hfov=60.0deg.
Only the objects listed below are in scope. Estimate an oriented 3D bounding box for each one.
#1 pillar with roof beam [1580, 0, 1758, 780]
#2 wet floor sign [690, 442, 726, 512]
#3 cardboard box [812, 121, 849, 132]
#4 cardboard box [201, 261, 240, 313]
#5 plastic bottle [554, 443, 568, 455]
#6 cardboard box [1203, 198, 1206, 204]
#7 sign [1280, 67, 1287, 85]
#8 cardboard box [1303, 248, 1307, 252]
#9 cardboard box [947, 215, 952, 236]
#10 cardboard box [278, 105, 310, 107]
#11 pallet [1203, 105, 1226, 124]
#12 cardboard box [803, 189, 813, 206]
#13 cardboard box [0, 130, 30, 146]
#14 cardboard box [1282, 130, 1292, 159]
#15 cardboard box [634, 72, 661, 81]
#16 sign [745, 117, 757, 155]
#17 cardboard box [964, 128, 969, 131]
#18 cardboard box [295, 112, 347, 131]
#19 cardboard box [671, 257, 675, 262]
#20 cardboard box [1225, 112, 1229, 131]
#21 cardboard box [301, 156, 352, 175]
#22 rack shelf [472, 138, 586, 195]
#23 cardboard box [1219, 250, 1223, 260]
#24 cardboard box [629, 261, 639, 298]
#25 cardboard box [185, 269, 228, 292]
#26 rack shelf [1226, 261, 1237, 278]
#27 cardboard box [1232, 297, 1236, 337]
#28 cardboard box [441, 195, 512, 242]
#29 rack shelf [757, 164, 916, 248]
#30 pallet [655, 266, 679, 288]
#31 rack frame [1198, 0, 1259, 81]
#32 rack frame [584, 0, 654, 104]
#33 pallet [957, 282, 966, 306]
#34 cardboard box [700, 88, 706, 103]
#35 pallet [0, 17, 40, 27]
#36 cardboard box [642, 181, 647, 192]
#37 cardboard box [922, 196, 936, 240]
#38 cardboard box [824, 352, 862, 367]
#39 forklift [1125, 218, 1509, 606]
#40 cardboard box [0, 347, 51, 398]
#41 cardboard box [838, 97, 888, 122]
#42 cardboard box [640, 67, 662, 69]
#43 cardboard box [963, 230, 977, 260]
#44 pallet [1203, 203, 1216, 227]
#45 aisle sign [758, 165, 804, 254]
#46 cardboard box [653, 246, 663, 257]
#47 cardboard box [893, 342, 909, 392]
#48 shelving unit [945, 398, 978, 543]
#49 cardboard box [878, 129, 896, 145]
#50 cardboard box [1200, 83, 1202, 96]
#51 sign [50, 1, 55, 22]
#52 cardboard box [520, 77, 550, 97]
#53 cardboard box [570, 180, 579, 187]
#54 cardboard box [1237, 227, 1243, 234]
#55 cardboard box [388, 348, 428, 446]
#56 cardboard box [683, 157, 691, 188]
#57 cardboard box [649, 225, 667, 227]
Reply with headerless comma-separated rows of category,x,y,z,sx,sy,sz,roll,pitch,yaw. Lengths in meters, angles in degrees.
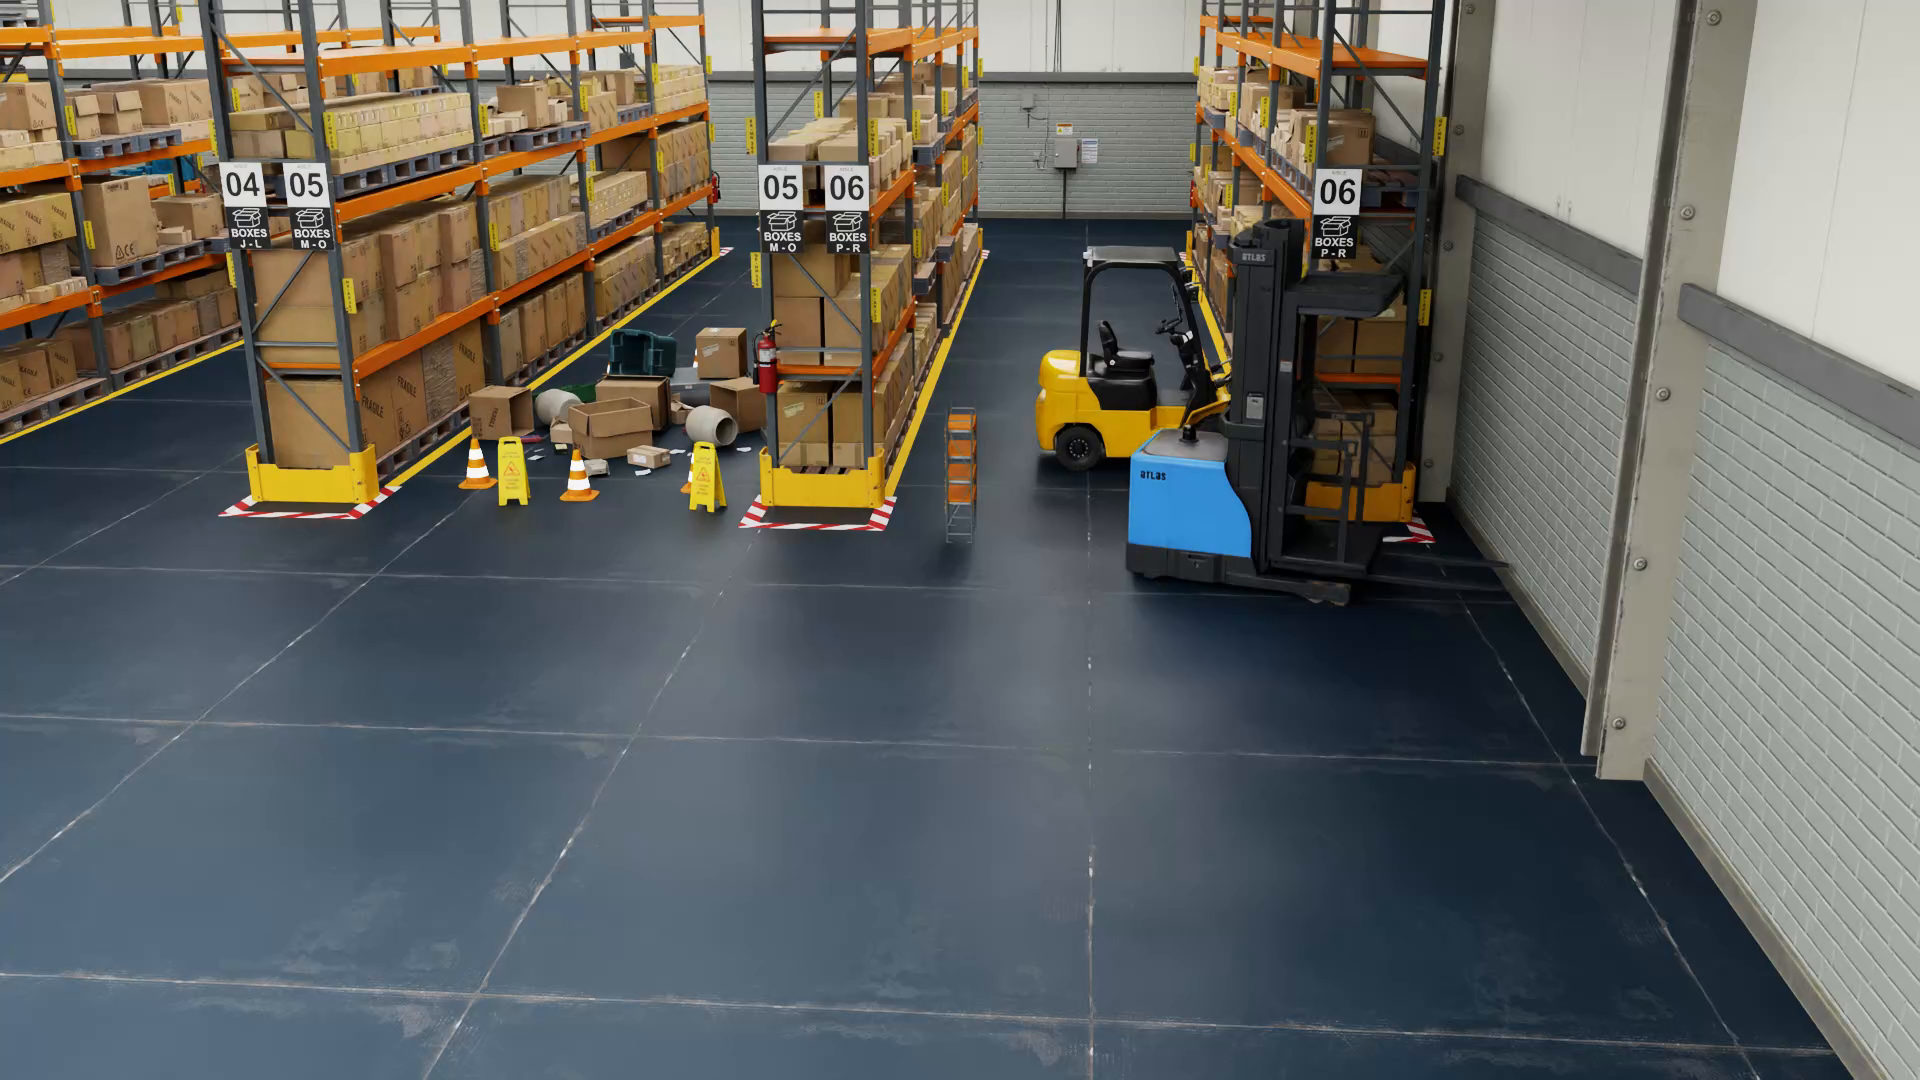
pillar with roof beam,-0.146,-2.940,9.444,9.100,9.000,0.400,1,18,4
wet floor sign,-2.403,-0.616,15.768,0.267,0.644,0.232,8,20,23
cardboard box,-1.401,-4.444,17.973,0.380,0.149,0.250,1,18,2
cardboard box,-10.563,-3.880,24.684,1.225,0.875,0.875,0,18,1
plastic bottle,-4.278,-0.981,17.819,0.133,0.061,0.283,-5,19,-15
cardboard box,4.288,-5.696,27.893,0.380,0.149,0.250,1,18,3
sign,5.043,-7.235,25.904,0.100,0.325,0.005,1,18,4
cardboard box,3.546,-2.986,17.539,0.380,0.149,0.250,1,18,3
cardboard box,-0.400,-4.653,24.546,0.500,0.250,0.500,2,18,6
cardboard box,-6.507,-4.209,16.421,0.380,0.149,0.250,1,18,4
pallet,4.372,-6.523,25.497,1.213,0.211,1.003,1,18,4
cardboard box,-1.576,-3.193,15.438,0.380,0.149,0.250,1,18,4
cardboard box,-10.697,-4.509,18.651,0.380,0.149,0.250,0,18,1
cardboard box,3.506,-4.057,17.052,0.396,0.266,0.258,1,18,3
cardboard box,-5.130,-7.605,27.297,0.380,0.149,0.250,1,18,3
sign,-1.874,-3.635,14.960,0.100,0.325,0.005,1,18,4
cardboard box,-0.038,-7.057,28.834,0.380,0.149,0.250,2,18,5
cardboard box,-5.925,-3.878,15.411,0.380,0.149,0.250,1,18,5
cardboard box,-5.106,-4.768,28.561,0.380,0.149,0.250,1,18,3
cardboard box,4.068,-5.976,23.766,0.500,0.250,0.500,1,18,4
cardboard box,-5.922,-3.502,15.544,0.380,0.149,0.250,1,18,4
rack shelf,-5.837,-4.796,21.082,1.077,0.370,4.000,1,18,4
cardboard box,4.248,-4.434,25.937,0.380,0.149,0.250,0,18,1
cardboard box,-5.286,-4.034,25.757,0.500,0.500,0.500,1,18,3
cardboard box,-10.651,-3.645,23.333,0.500,0.250,0.500,2,18,6
rack shelf,4.059,-3.182,20.973,1.077,0.370,4.000,1,18,4
cardboard box,4.144,-3.023,22.470,0.875,0.625,0.625,2,18,6
cardboard box,-5.915,-3.928,20.328,0.700,0.500,0.500,1,18,3
rack shelf,-1.179,-3.475,17.049,1.077,0.370,4.000,1,18,4
pallet,-5.394,-4.461,28.197,1.003,0.211,1.213,1,18,4
rack frame,4.776,-9.481,29.405,1.000,3.000,0.127,1,18,4
rack frame,-5.406,-8.427,26.190,1.000,3.000,0.127,1,18,4
pallet,-0.442,-3.931,26.580,1.003,0.211,1.213,1,18,4
cardboard box,-4.888,-8.026,30.022,0.500,0.250,0.500,1,18,3
pallet,-15.315,-8.142,26.266,1.003,0.211,1.213,1,18,4
cardboard box,-5.238,-5.670,26.661,0.380,0.149,0.250,2,18,6
cardboard box,-0.565,-4.178,21.545,0.500,0.500,0.500,0,18,0
cardboard box,-1.091,-1.752,15.855,0.380,0.149,0.250,1,18,4
forklift,2.961,-1.054,13.431,3.031,2.935,1.130,7,19,20
cardboard box,-11.022,-1.944,19.379,0.500,0.500,0.500,7,20,21
cardboard box,-1.121,-4.987,19.271,0.500,0.250,0.500,2,18,5
cardboard box,-5.430,-8.185,29.066,0.380,0.149,0.250,2,18,5
cardboard box,-0.180,-5.230,29.507,0.875,0.438,0.875,2,18,5
pallet,4.323,-5.051,25.828,1.003,0.211,1.213,1,18,4
aisle sign,-1.616,-2.993,15.064,0.394,0.787,0.004,1,18,4
cardboard box,-5.175,-4.806,27.722,0.380,0.149,0.250,2,18,6
cardboard box,-0.845,-1.914,18.484,0.500,0.500,0.500,2,18,5
shelving unit,0.012,-0.622,14.893,0.258,1.200,0.503,1,18,4
cardboard box,-0.856,-4.111,16.956,0.380,0.149,0.250,2,18,5
cardboard box,4.456,-7.835,28.964,0.500,0.250,0.500,2,18,5
sign,-14.738,-8.568,26.954,0.100,0.325,0.005,1,18,4
cardboard box,-5.923,-6.302,23.132,0.396,0.266,0.258,1,18,4
cardboard box,-5.985,-5.426,25.437,0.380,0.149,0.250,2,18,6
cardboard box,3.834,-3.862,21.329,0.500,0.250,0.500,1,18,3
cardboard box,-6.223,-1.525,17.497,0.875,0.875,0.875,1,18,3
cardboard box,-5.010,-6.390,28.969,0.500,0.500,0.500,2,18,7
cardboard box,-5.542,-5.627,30.228,0.380,0.149,0.250,1,18,4
